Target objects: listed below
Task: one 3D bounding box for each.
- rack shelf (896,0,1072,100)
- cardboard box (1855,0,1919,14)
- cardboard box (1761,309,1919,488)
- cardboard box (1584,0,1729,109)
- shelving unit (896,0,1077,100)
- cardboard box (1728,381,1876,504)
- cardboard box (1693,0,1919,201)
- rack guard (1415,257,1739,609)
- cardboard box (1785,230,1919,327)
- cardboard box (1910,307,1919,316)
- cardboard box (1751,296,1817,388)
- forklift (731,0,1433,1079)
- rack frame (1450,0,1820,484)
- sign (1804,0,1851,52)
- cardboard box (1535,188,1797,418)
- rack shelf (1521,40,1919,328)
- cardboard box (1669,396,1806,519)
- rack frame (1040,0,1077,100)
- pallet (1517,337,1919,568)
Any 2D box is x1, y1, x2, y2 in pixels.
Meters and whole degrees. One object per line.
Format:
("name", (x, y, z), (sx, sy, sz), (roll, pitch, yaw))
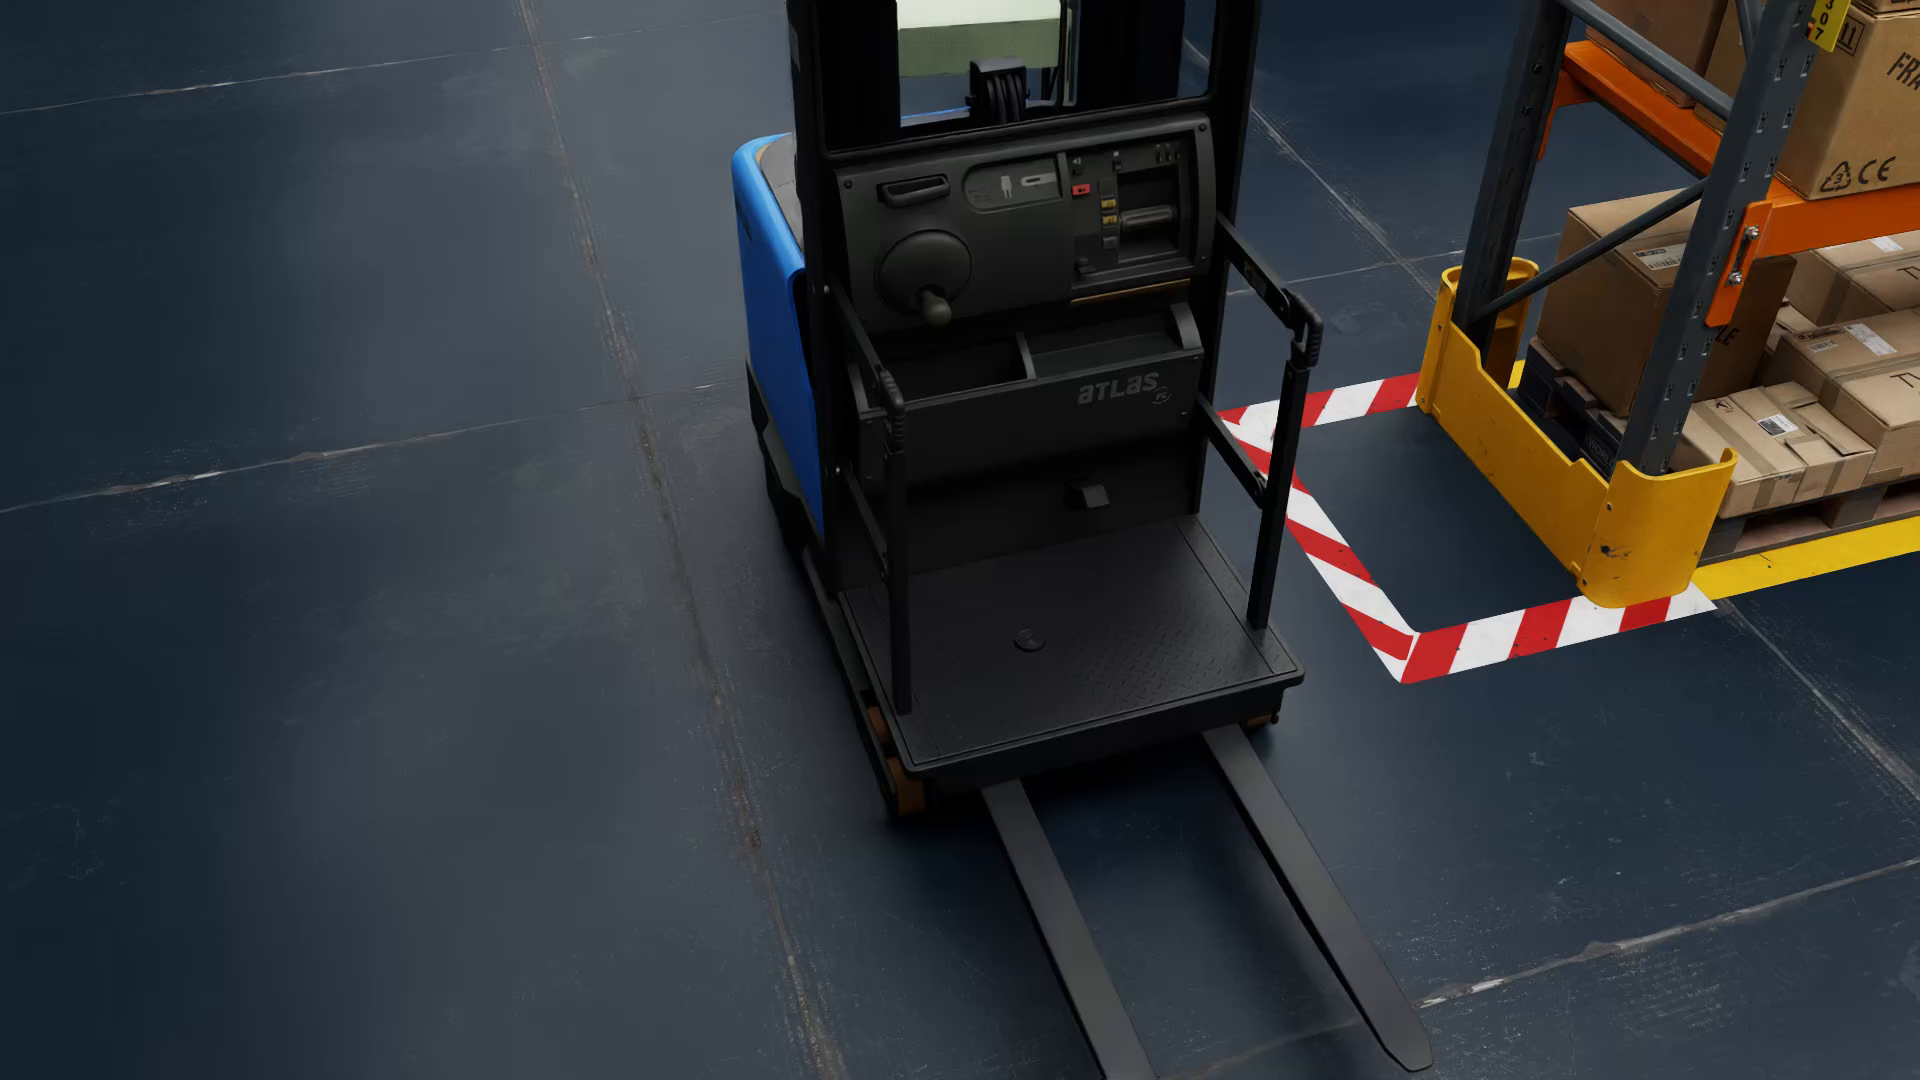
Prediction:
("rack shelf", (-0.044, -1.586, 5.332), (0.720, 0.370, 0.431), (-6, 41, -7))
("cardboard box", (2.342, -1.633, 4.004), (0.500, 0.500, 0.500), (-10, 42, -12))
("cardboard box", (2.920, -0.455, 5.247), (0.500, 0.250, 0.500), (-12, 42, -13))
("cardboard box", (2.185, -1.594, 4.718), (0.500, 0.500, 0.500), (-10, 42, -12))
("shelving unit", (-0.044, -1.292, 5.589), (0.755, 1.500, 0.431), (-6, 41, -7))
("cardboard box", (2.581, -0.312, 5.146), (0.250, 0.166, 0.380), (-12, 42, -13))
("cardboard box", (2.342, -1.257, 4.332), (0.500, 0.500, 0.500), (-11, 42, -12))
("rack guard", (1.912, -0.370, 5.294), (0.348, 0.500, 1.175), (-12, 42, -13))
("cardboard box", (3.199, -0.858, 5.708), (0.500, 0.250, 0.500), (-12, 42, -13))
("cardboard box", (3.397, -0.554, 5.360), (0.500, 0.250, 0.500), (-12, 42, -13))
("cardboard box", (2.698, -0.681, 5.569), (0.250, 0.166, 0.380), (-12, 42, -13))
("forklift", (0.240, -0.675, 3.795), (1.130, 2.935, 3.031), (-12, 43, -14))
("rack frame", (1.840, -1.297, 4.454), (0.127, 3.000, 1.000), (-12, 42, -13))
("sign", (2.003, -1.282, 3.780), (0.005, 0.325, 0.100), (-12, 42, -13))
("cardboard box", (2.284, -0.783, 5.432), (0.500, 0.500, 0.500), (-12, 42, -13))
("rack shelf", (3.747, -1.421, 5.143), (4.000, 0.370, 1.077), (-12, 42, -13))
("cardboard box", (2.342, -0.256, 5.095), (0.250, 0.149, 0.380), (-12, 42, -13))
("rack frame", (0.318, -1.329, 5.631), (0.023, 1.500, 0.400), (-6, 41, -7))
("pallet", (2.672, -0.420, 5.570), (1.213, 0.211, 1.003), (-12, 42, -13))
